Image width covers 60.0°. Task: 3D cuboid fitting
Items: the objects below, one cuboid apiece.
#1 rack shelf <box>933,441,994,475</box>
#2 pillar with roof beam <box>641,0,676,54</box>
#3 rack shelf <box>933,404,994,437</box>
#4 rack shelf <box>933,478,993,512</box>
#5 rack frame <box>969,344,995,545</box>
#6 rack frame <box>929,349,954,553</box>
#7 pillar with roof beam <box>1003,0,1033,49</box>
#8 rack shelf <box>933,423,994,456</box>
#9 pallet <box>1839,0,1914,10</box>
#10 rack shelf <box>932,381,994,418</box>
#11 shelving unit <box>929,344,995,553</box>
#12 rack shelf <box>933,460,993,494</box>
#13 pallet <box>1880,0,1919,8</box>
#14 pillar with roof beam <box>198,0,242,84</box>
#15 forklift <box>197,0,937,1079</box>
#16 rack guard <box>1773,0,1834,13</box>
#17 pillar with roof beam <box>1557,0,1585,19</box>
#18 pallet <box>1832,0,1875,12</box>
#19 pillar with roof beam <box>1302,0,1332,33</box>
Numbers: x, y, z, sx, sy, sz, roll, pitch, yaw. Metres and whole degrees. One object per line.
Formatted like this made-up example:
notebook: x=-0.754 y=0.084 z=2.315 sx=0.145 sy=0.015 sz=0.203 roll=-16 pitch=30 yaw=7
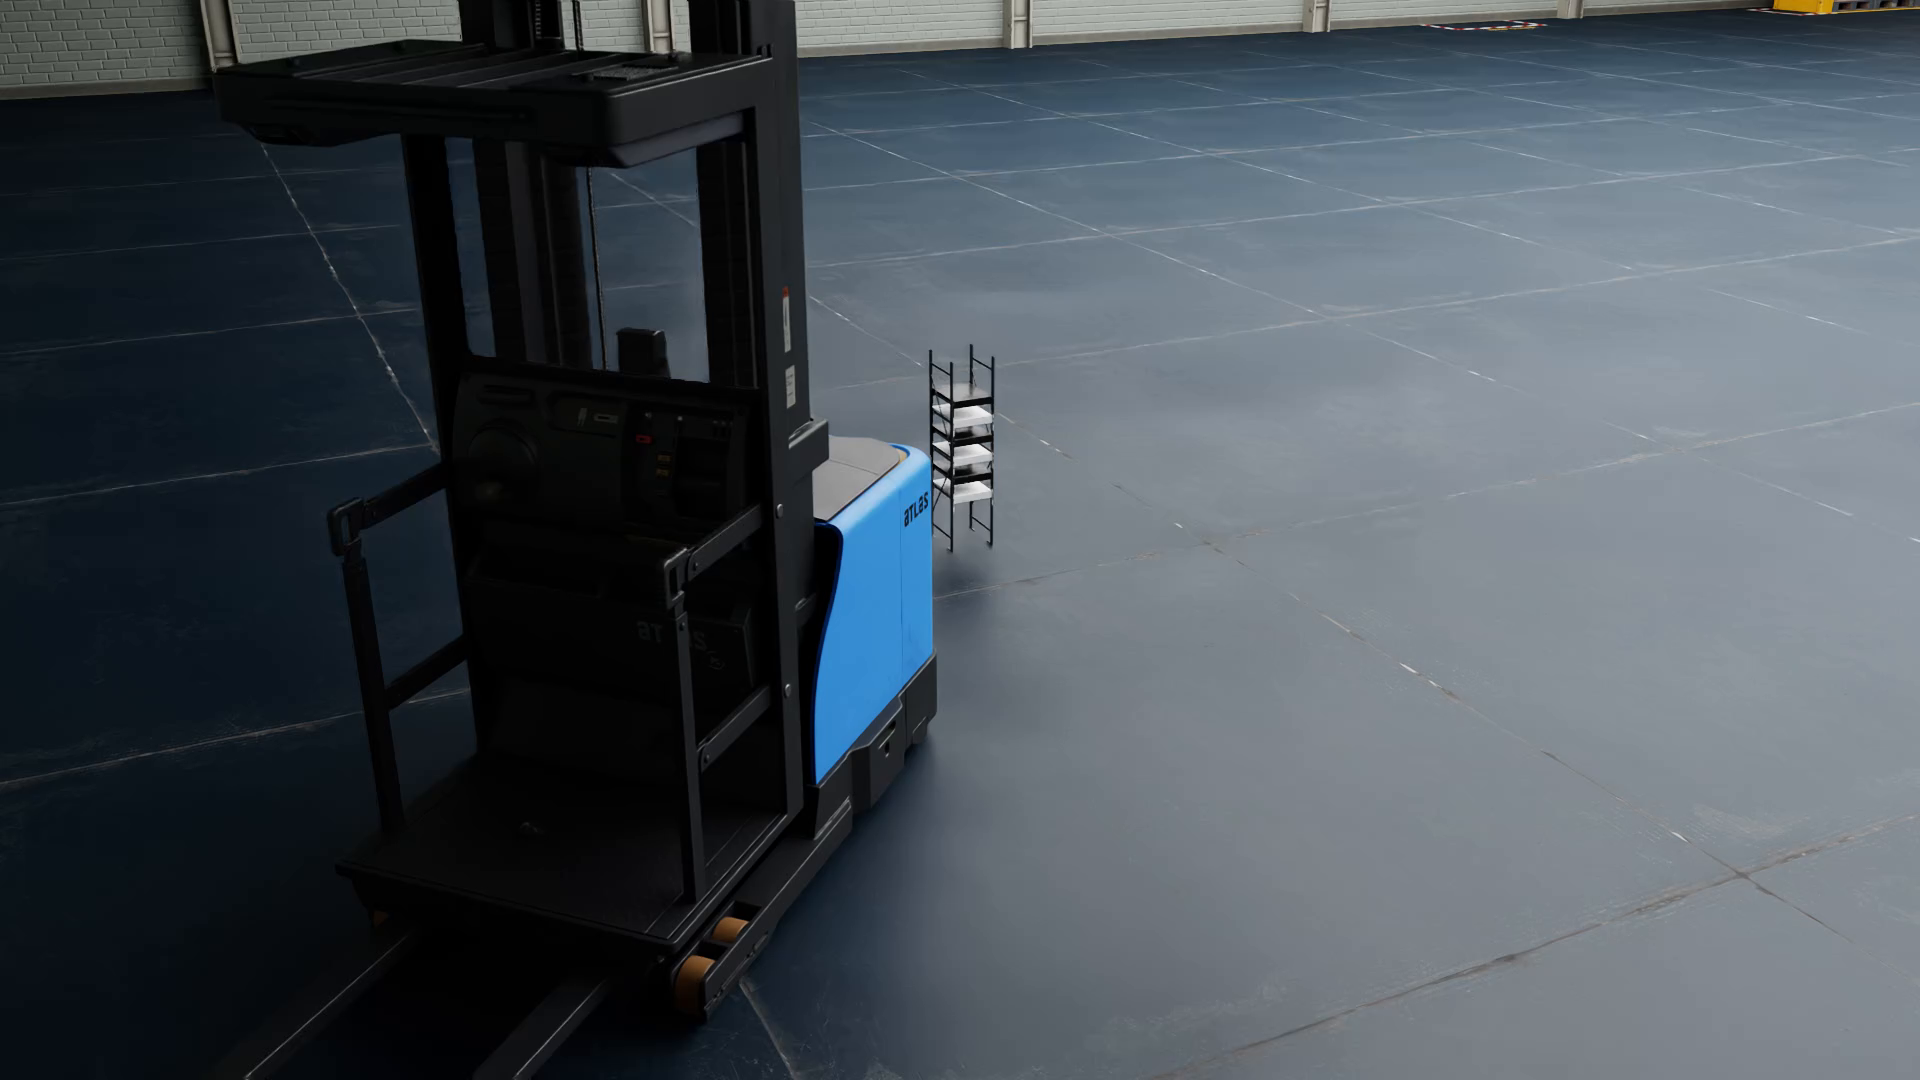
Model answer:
rack shelf: x=0.007 y=-0.386 z=7.594 sx=0.200 sy=0.077 sz=0.258 roll=-10 pitch=25 yaw=-24
pillar with roof beam: x=-2.598 y=-9.766 z=19.577 sx=0.400 sy=9.000 sz=9.100 roll=-10 pitch=25 yaw=-24
rack shelf: x=0.007 y=-0.553 z=7.525 sx=0.200 sy=0.077 sz=0.258 roll=-10 pitch=25 yaw=-24
rack shelf: x=0.007 y=-0.220 z=7.663 sx=0.200 sy=0.077 sz=0.258 roll=-10 pitch=25 yaw=-24
rack frame: x=0.099 y=-0.434 z=7.622 sx=0.006 sy=0.900 sz=0.240 roll=-10 pitch=25 yaw=-24
rack frame: x=-0.084 y=-0.400 z=7.540 sx=0.006 sy=0.900 sz=0.240 roll=-10 pitch=25 yaw=-24
pillar with roof beam: x=2.808 y=-10.761 z=21.981 sx=0.400 sy=9.000 sz=9.100 roll=-10 pitch=25 yaw=-24
rack shelf: x=0.007 y=-0.469 z=7.559 sx=0.200 sy=0.077 sz=0.258 roll=-10 pitch=25 yaw=-24
pallet: x=18.818 y=-11.092 z=34.270 sx=1.213 sy=0.211 sz=1.003 roll=-10 pitch=25 yaw=-24
rack shelf: x=0.007 y=-0.636 z=7.491 sx=0.200 sy=0.077 sz=0.258 roll=-10 pitch=25 yaw=-24
shelving unit: x=0.007 y=-0.417 z=7.581 sx=0.210 sy=0.900 sz=0.258 roll=-10 pitch=25 yaw=-24
rack shelf: x=0.007 y=-0.303 z=7.628 sx=0.200 sy=0.077 sz=0.258 roll=-10 pitch=25 yaw=-24
pallet: x=19.919 y=-11.296 z=34.763 sx=1.213 sy=0.211 sz=1.003 roll=-10 pitch=25 yaw=-24
pillar with roof beam: x=-8.004 y=-8.771 z=17.172 sx=0.400 sy=9.000 sz=9.100 roll=-10 pitch=25 yaw=-24
forklift: x=-1.081 y=-0.220 z=4.450 sx=1.130 sy=2.935 sz=3.031 roll=8 pitch=24 yaw=19
rack guard: x=16.973 y=-10.902 z=33.434 sx=0.348 sy=0.500 sz=1.175 roll=-10 pitch=25 yaw=-24
pillar with roof beam: x=13.621 y=-12.752 z=26.790 sx=0.400 sy=9.000 sz=9.100 roll=-10 pitch=25 yaw=-24
pallet: x=17.721 y=-10.891 z=33.785 sx=1.213 sy=0.211 sz=1.003 roll=-10 pitch=25 yaw=-24
pillar with roof beam: x=8.215 y=-11.756 z=24.385 sx=0.400 sy=9.000 sz=9.100 roll=-10 pitch=25 yaw=-24
